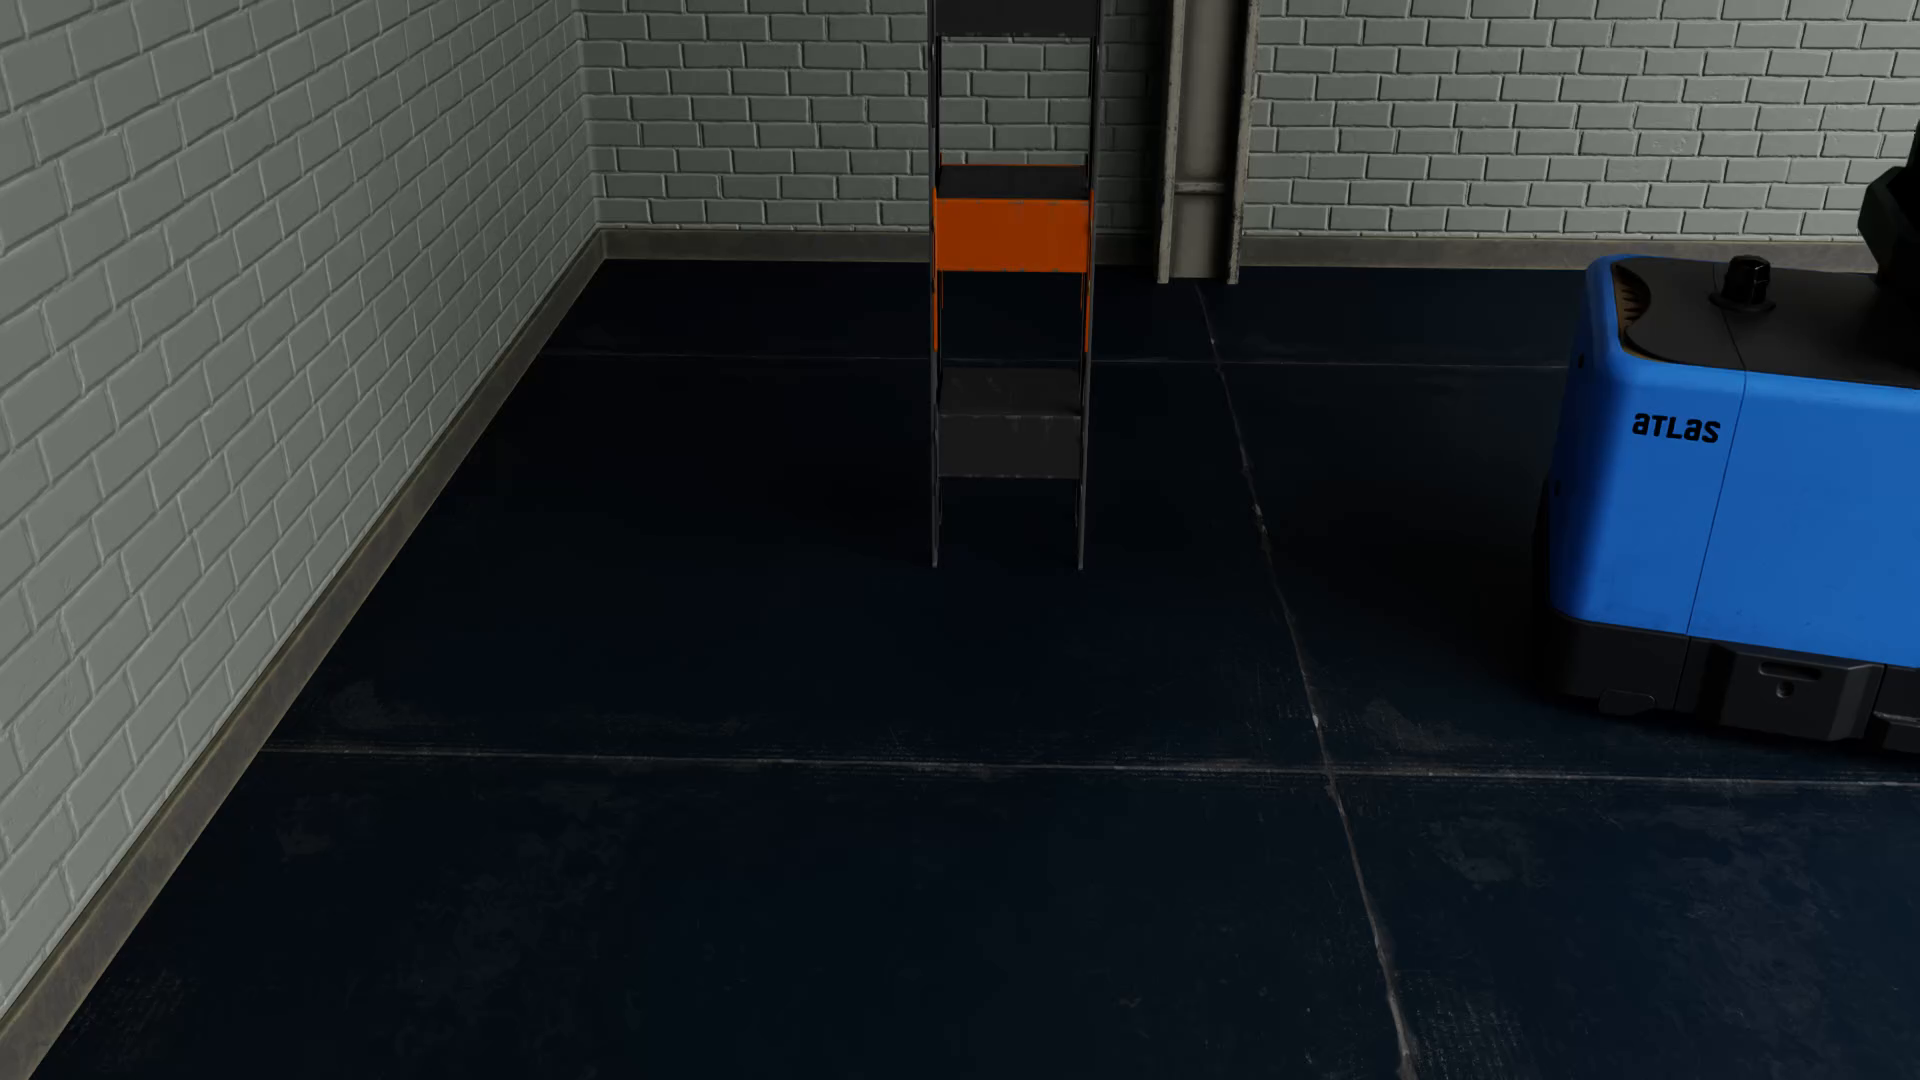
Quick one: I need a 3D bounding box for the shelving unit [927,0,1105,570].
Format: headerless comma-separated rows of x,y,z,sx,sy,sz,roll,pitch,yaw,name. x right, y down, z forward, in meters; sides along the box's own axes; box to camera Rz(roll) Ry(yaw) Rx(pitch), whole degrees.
0.165,-0.925,5.253,0.503,2.100,0.431,1,28,2,shelving unit

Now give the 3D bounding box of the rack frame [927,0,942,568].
-0.078,-0.929,5.261,0.015,2.100,0.400,1,28,2,rack frame

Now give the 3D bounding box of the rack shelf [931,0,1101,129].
0.165,-1.531,4.932,0.480,0.518,0.431,1,28,2,rack shelf

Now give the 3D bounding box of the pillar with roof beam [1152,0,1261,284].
1.010,-3.284,2.337,0.400,9.000,9.100,1,28,2,pillar with roof beam

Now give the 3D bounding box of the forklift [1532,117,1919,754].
3.247,-0.827,4.182,3.031,2.935,1.130,8,29,15,forklift

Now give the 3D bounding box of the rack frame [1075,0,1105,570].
0.409,-0.921,5.245,0.015,2.100,0.400,1,28,2,rack frame

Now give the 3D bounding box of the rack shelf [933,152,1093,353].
0.165,-0.913,5.259,0.480,0.518,0.431,1,28,2,rack shelf

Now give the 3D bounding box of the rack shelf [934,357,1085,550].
0.165,-0.294,5.587,0.480,0.518,0.431,1,28,2,rack shelf
